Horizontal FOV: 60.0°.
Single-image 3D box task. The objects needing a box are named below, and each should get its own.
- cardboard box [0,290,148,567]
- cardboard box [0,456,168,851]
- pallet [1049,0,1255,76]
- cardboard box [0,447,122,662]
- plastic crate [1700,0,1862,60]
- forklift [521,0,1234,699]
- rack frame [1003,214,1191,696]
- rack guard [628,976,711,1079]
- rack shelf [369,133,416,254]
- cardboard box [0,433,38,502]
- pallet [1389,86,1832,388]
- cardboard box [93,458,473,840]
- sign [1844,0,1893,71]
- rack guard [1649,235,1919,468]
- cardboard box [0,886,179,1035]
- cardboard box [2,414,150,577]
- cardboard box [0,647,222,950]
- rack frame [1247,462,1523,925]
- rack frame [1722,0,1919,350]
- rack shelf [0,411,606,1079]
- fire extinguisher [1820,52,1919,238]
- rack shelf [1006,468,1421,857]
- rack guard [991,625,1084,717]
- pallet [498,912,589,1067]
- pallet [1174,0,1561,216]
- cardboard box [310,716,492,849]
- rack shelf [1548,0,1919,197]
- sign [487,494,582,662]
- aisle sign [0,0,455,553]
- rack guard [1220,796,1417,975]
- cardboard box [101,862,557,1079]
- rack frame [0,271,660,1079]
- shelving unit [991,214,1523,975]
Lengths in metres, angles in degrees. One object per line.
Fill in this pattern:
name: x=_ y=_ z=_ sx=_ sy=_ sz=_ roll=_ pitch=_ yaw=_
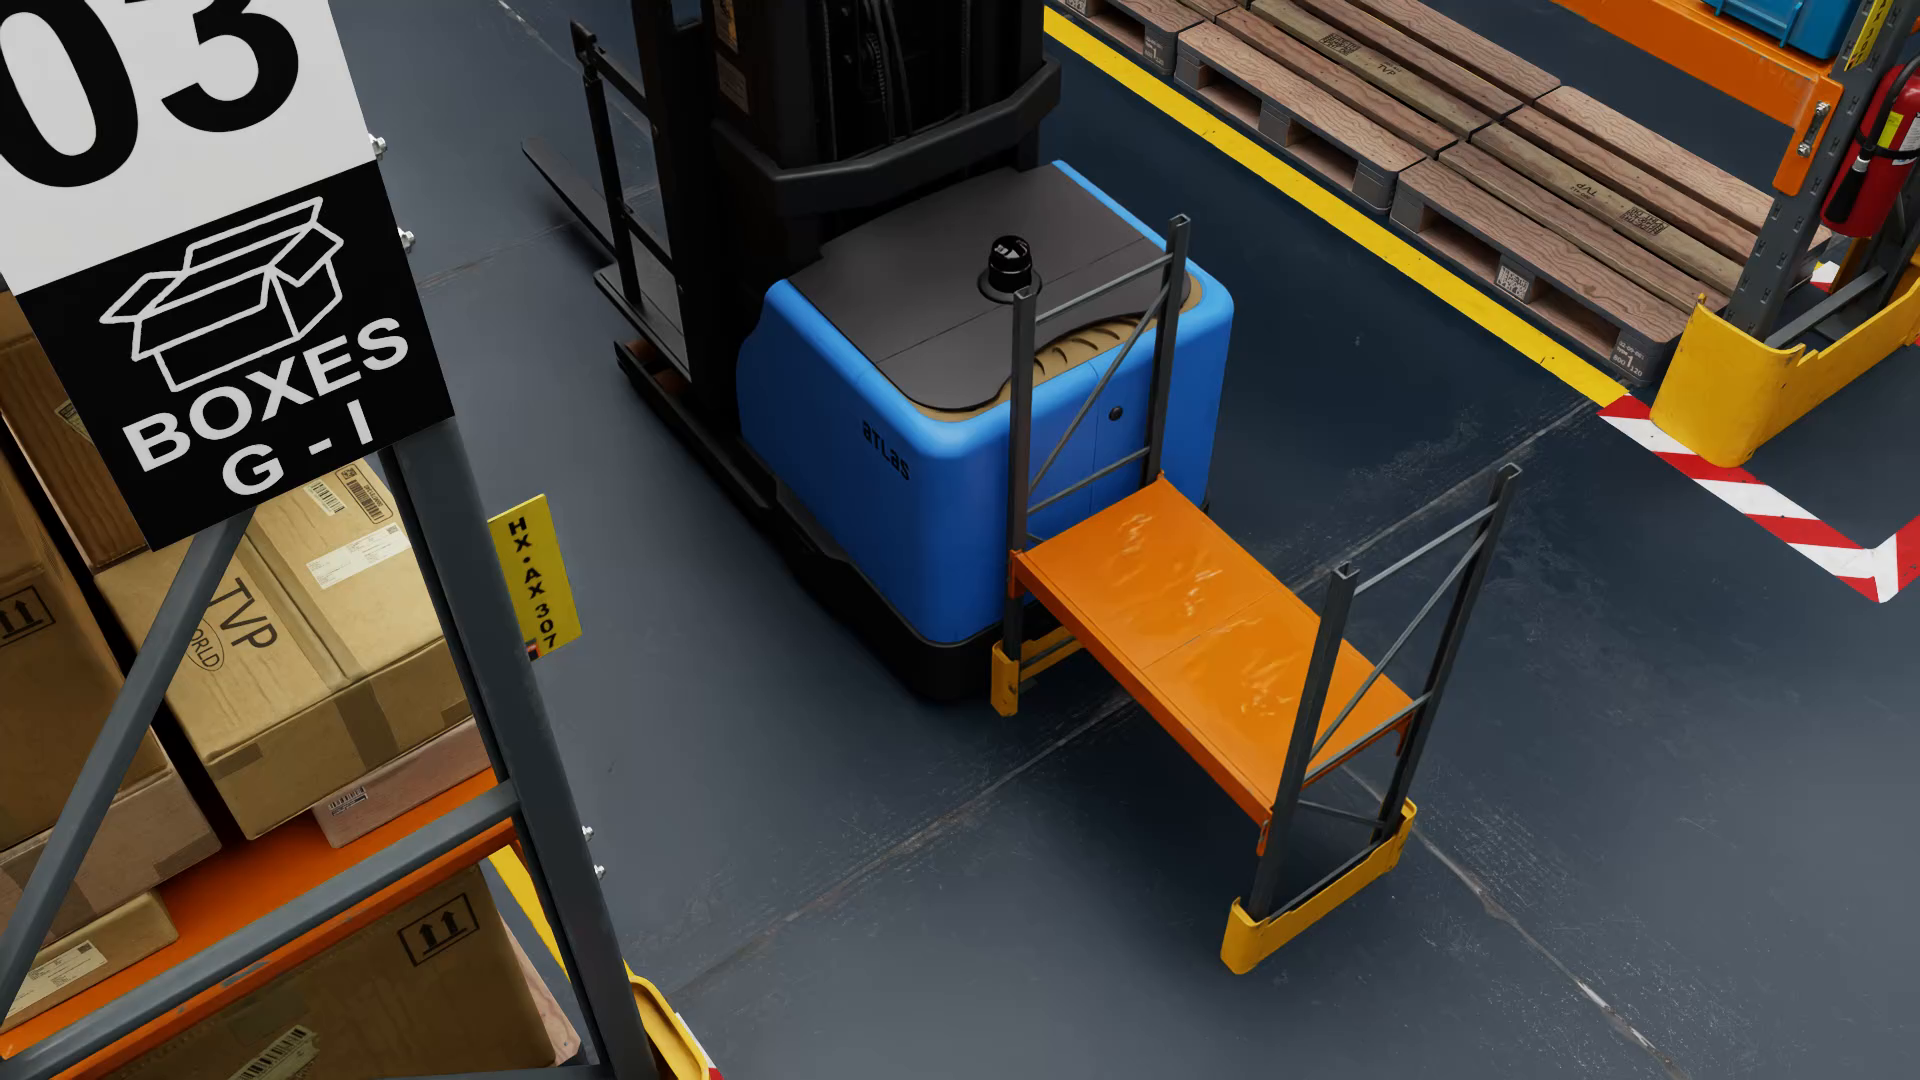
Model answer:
cardboard box: x=-1.470 y=-0.373 z=2.958 sx=0.500 sy=0.500 sz=0.500 roll=-31 pitch=55 yaw=-25
cardboard box: x=-1.596 y=0.156 z=2.478 sx=0.500 sy=0.500 sz=0.500 roll=-29 pitch=54 yaw=-24
pallet: x=0.904 y=-2.601 z=7.465 sx=1.003 sy=0.211 sz=1.213 roll=-29 pitch=54 yaw=-24
cardboard box: x=-1.903 y=0.111 z=3.025 sx=0.500 sy=0.250 sz=0.500 roll=-30 pitch=55 yaw=-25
plastic crate: x=2.498 y=-1.741 z=4.739 sx=0.616 sy=0.435 sz=0.499 roll=-29 pitch=54 yaw=-24
forklift: x=-0.519 y=-1.588 z=4.711 sx=1.130 sy=2.935 sz=3.031 roll=-28 pitch=54 yaw=-23
rack frame: x=0.332 y=-0.150 z=4.374 sx=0.500 sy=1.500 sz=0.032 roll=-28 pitch=54 yaw=-23
rack guard: x=-1.077 y=1.481 z=3.570 sx=1.175 sy=0.500 sz=0.348 roll=-29 pitch=54 yaw=-24
rack shelf: x=-2.303 y=-1.318 z=2.881 sx=1.077 sy=0.370 sz=4.000 roll=-29 pitch=54 yaw=-24
cardboard box: x=-2.212 y=-0.189 z=3.297 sx=0.500 sy=0.250 sz=0.500 roll=-31 pitch=55 yaw=-25
pallet: x=2.381 y=-1.162 z=6.161 sx=1.003 sy=0.211 sz=1.213 roll=-29 pitch=54 yaw=-24
cardboard box: x=-1.168 y=0.173 z=2.969 sx=0.500 sy=0.250 sz=0.500 roll=-31 pitch=55 yaw=-25
sign: x=2.422 y=-1.393 z=4.378 sx=0.100 sy=0.325 sz=0.005 roll=-29 pitch=54 yaw=-24
rack guard: x=2.875 y=-0.747 z=5.590 sx=1.175 sy=0.500 sz=0.348 roll=-29 pitch=54 yaw=-24
cardboard box: x=-1.570 y=0.649 z=2.807 sx=0.380 sy=0.149 sz=0.250 roll=-28 pitch=54 yaw=-23
cardboard box: x=-1.488 y=-0.130 z=3.244 sx=0.500 sy=0.250 sz=0.500 roll=-30 pitch=54 yaw=-24
cardboard box: x=-1.597 y=0.411 z=2.754 sx=0.500 sy=0.250 sz=0.500 roll=-30 pitch=55 yaw=-25
rack frame: x=0.924 y=0.462 z=3.819 sx=0.500 sy=1.500 sz=0.032 roll=-28 pitch=54 yaw=-23
rack frame: x=2.850 y=-1.595 z=4.671 sx=1.000 sy=3.000 sz=0.127 roll=-29 pitch=54 yaw=-24
rack shelf: x=-2.303 y=-0.311 z=3.993 sx=1.077 sy=0.370 sz=4.000 roll=-29 pitch=54 yaw=-24
fire extinguisher: x=2.580 y=-1.151 z=4.573 sx=0.296 sy=0.674 sz=0.183 roll=-29 pitch=54 yaw=-24
rack shelf: x=0.628 y=0.277 z=4.230 sx=0.538 sy=0.185 sz=1.000 roll=-28 pitch=54 yaw=-23
rack guard: x=0.343 y=0.281 z=4.826 sx=0.587 sy=0.250 sz=0.087 roll=-28 pitch=54 yaw=-23
pallet: x=-1.638 y=1.127 z=4.086 sx=1.003 sy=0.211 sz=1.213 roll=-29 pitch=54 yaw=-24
pallet: x=1.647 y=-1.881 z=6.813 sx=1.003 sy=0.211 sz=1.213 roll=-29 pitch=54 yaw=-24
cardboard box: x=-1.044 y=0.354 z=3.074 sx=0.380 sy=0.149 sz=0.250 roll=-29 pitch=54 yaw=-24
rack shelf: x=1.639 y=-2.533 z=6.007 sx=1.077 sy=0.370 sz=4.000 roll=-29 pitch=54 yaw=-24
sign: x=-0.647 y=0.064 z=2.529 sx=0.100 sy=0.325 sz=0.005 roll=-29 pitch=54 yaw=-24
aisle sign: x=-0.810 y=-0.338 z=1.777 sx=0.394 sy=0.787 sz=0.004 roll=-29 pitch=54 yaw=-24
rack guard: x=0.923 y=0.881 z=4.283 sx=0.587 sy=0.250 sz=0.087 roll=-28 pitch=54 yaw=-23
cardboard box: x=-1.543 y=0.858 z=3.598 sx=0.875 sy=0.875 sz=0.875 roll=-29 pitch=54 yaw=-24
rack frame: x=-1.095 y=0.628 z=2.656 sx=0.949 sy=2.616 sz=0.053 roll=-29 pitch=54 yaw=-24
shelving unit: x=0.633 y=0.161 z=4.092 sx=0.587 sy=1.500 sz=1.083 roll=-28 pitch=54 yaw=-23
